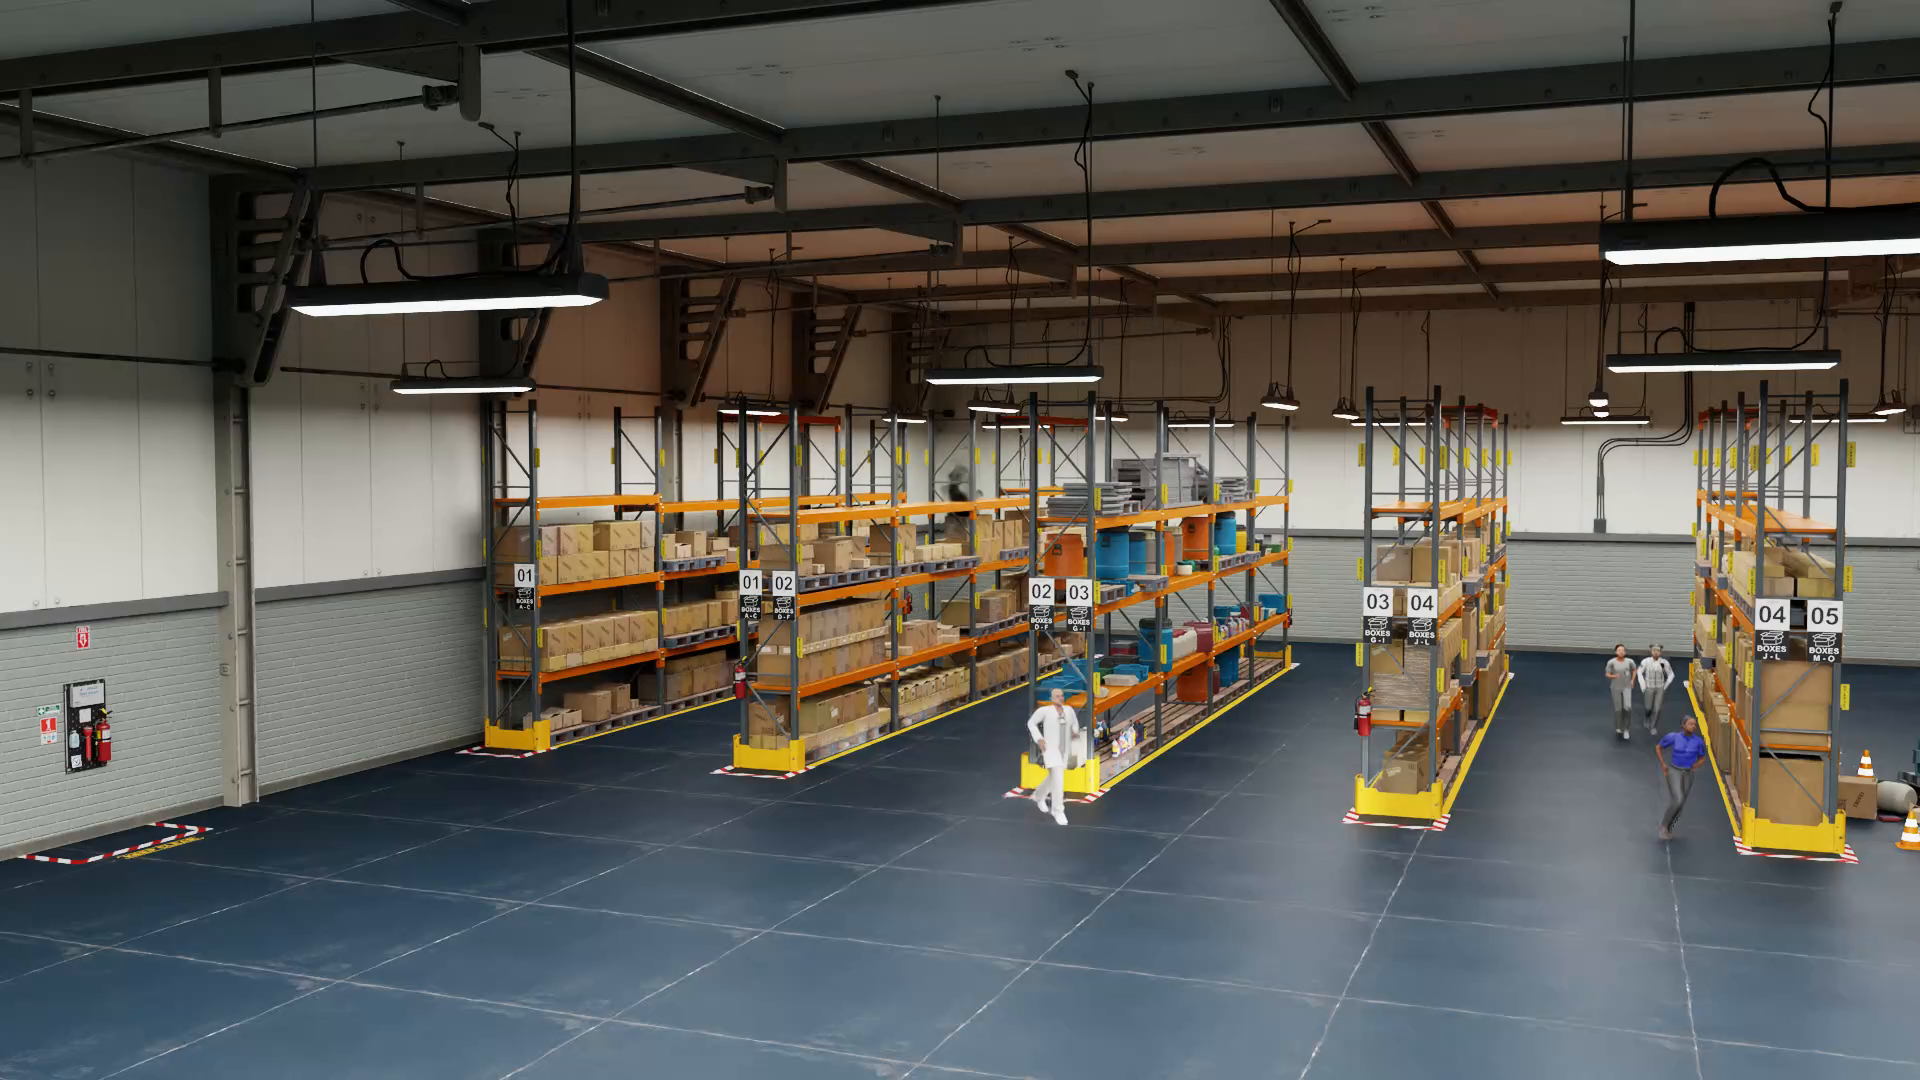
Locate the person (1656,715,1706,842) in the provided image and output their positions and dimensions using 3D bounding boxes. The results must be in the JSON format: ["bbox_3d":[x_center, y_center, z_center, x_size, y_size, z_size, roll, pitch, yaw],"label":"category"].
[{"bbox_3d":[9.450,3.122,21.790,0.595,1.657,0.619,0,3,-3],"label":"person"}]

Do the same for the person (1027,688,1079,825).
[{"bbox_3d":[1.327,2.963,23.115,0.721,1.829,0.925,-2,3,-32],"label":"person"}]

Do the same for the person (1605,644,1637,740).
[{"bbox_3d":[11.822,2.709,29.736,0.542,1.710,0.731,1,3,19],"label":"person"}]

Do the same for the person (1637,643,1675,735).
[{"bbox_3d":[12.613,2.690,30.147,0.634,1.666,0.544,1,3,18],"label":"person"}]
